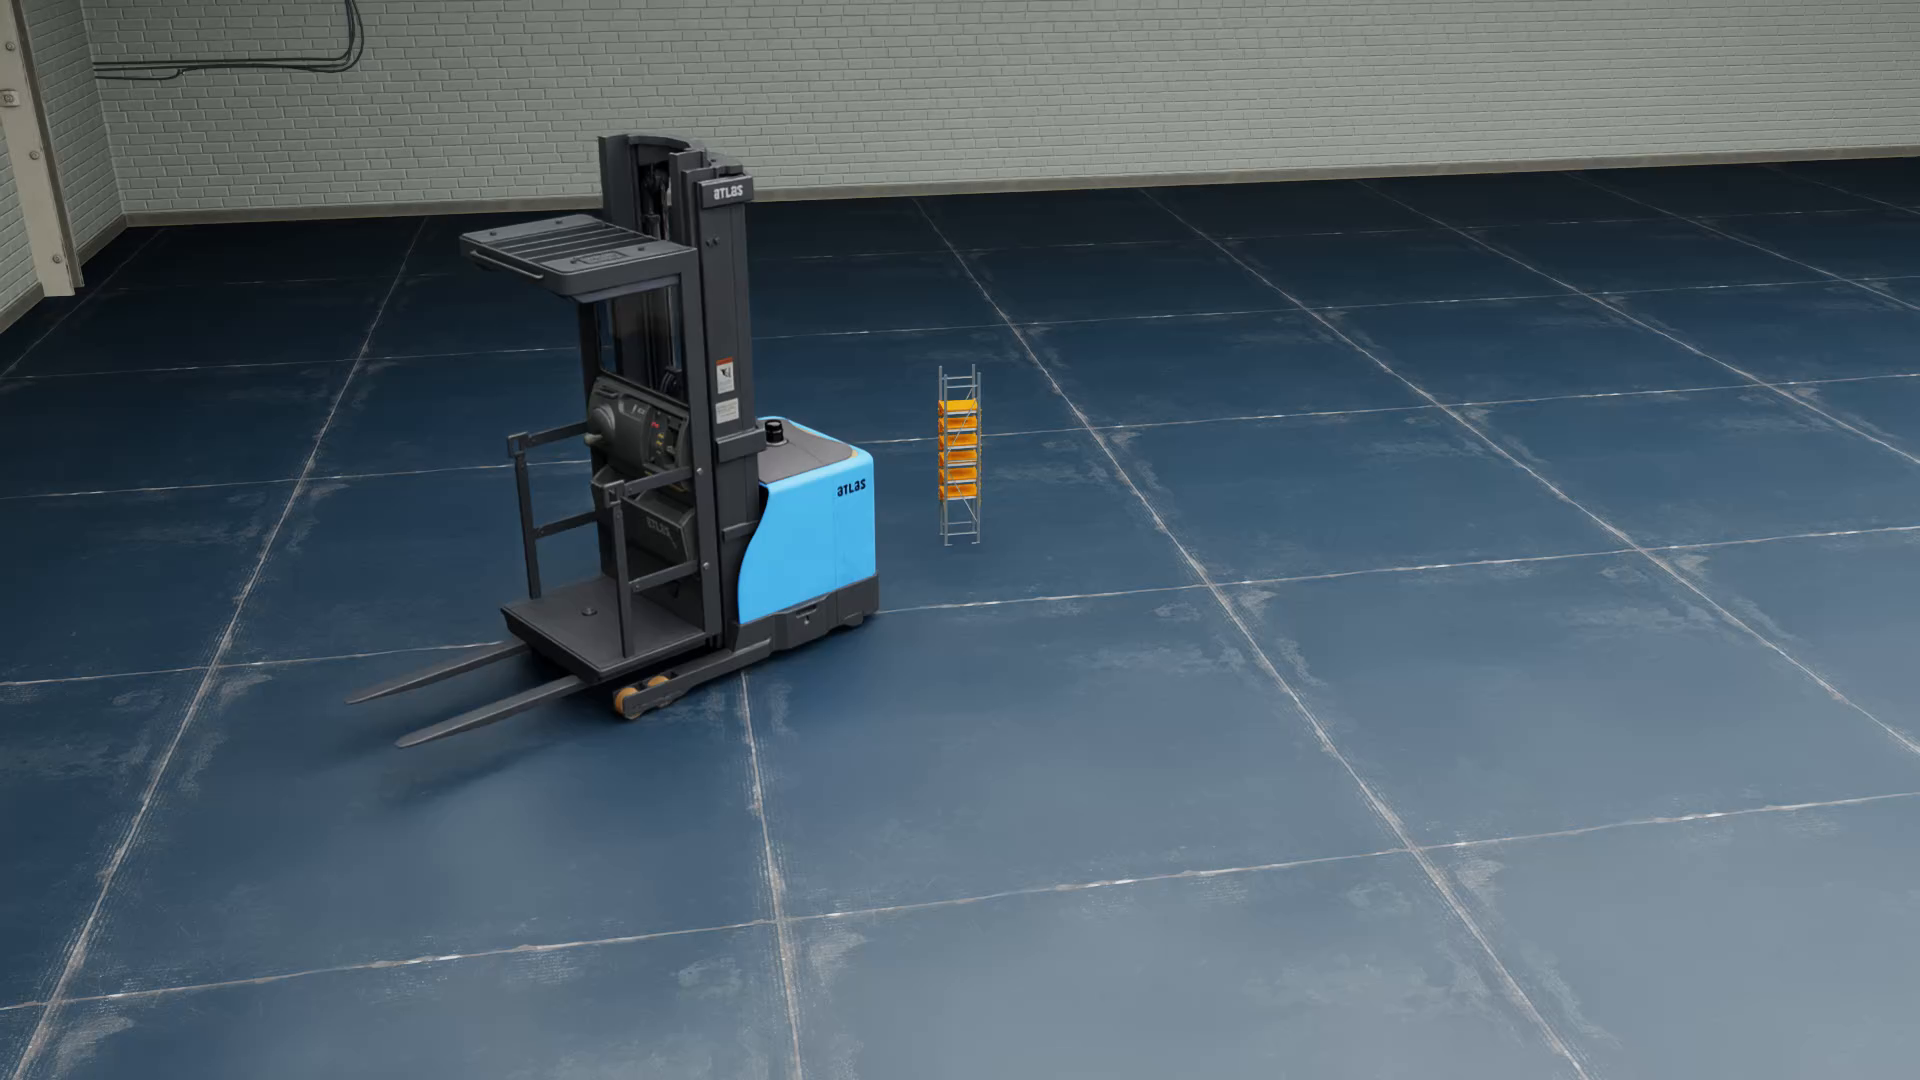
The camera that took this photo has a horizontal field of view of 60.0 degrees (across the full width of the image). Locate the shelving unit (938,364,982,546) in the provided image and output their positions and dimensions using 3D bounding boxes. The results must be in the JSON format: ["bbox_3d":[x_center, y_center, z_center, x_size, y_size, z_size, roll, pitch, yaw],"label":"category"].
[{"bbox_3d":[-0.003,-0.556,11.023,0.258,1.200,0.189,-4,24,-10],"label":"shelving unit"}]

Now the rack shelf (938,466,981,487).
[{"bbox_3d":[-0.003,-0.405,11.089,0.258,0.103,0.180,-4,24,-10],"label":"rack shelf"}]

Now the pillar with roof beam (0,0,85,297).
[{"bbox_3d":[-5.002,-7.005,16.045,9.100,9.000,0.400,-4,24,-10],"label":"pillar with roof beam"}]

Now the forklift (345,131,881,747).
[{"bbox_3d":[-1.906,-0.613,8.991,3.031,2.935,1.130,-20,31,-38],"label":"forklift"}]

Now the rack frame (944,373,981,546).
[{"bbox_3d":[0.014,-0.520,10.940,0.240,1.200,0.006,-4,24,-10],"label":"rack frame"}]

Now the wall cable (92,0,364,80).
[{"bbox_3d":[-8.478,-6.520,18.814,3.097,2.526,0.112,-4,24,-10],"label":"wall cable"}]

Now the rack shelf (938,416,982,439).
[{"bbox_3d":[-0.003,-0.735,10.945,0.258,0.103,0.180,-4,24,-10],"label":"rack shelf"}]

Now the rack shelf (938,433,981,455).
[{"bbox_3d":[-0.003,-0.625,10.993,0.258,0.103,0.180,-4,24,-10],"label":"rack shelf"}]

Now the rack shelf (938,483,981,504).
[{"bbox_3d":[-0.003,-0.295,11.137,0.258,0.103,0.180,-4,24,-10],"label":"rack shelf"}]

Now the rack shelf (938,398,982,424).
[{"bbox_3d":[-0.003,-0.845,10.897,0.258,0.103,0.180,-4,24,-10],"label":"rack shelf"}]

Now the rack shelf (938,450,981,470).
[{"bbox_3d":[-0.003,-0.515,11.041,0.258,0.103,0.180,-4,24,-10],"label":"rack shelf"}]

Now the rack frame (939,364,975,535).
[{"bbox_3d":[-0.020,-0.592,11.105,0.240,1.200,0.006,-4,24,-10],"label":"rack frame"}]
